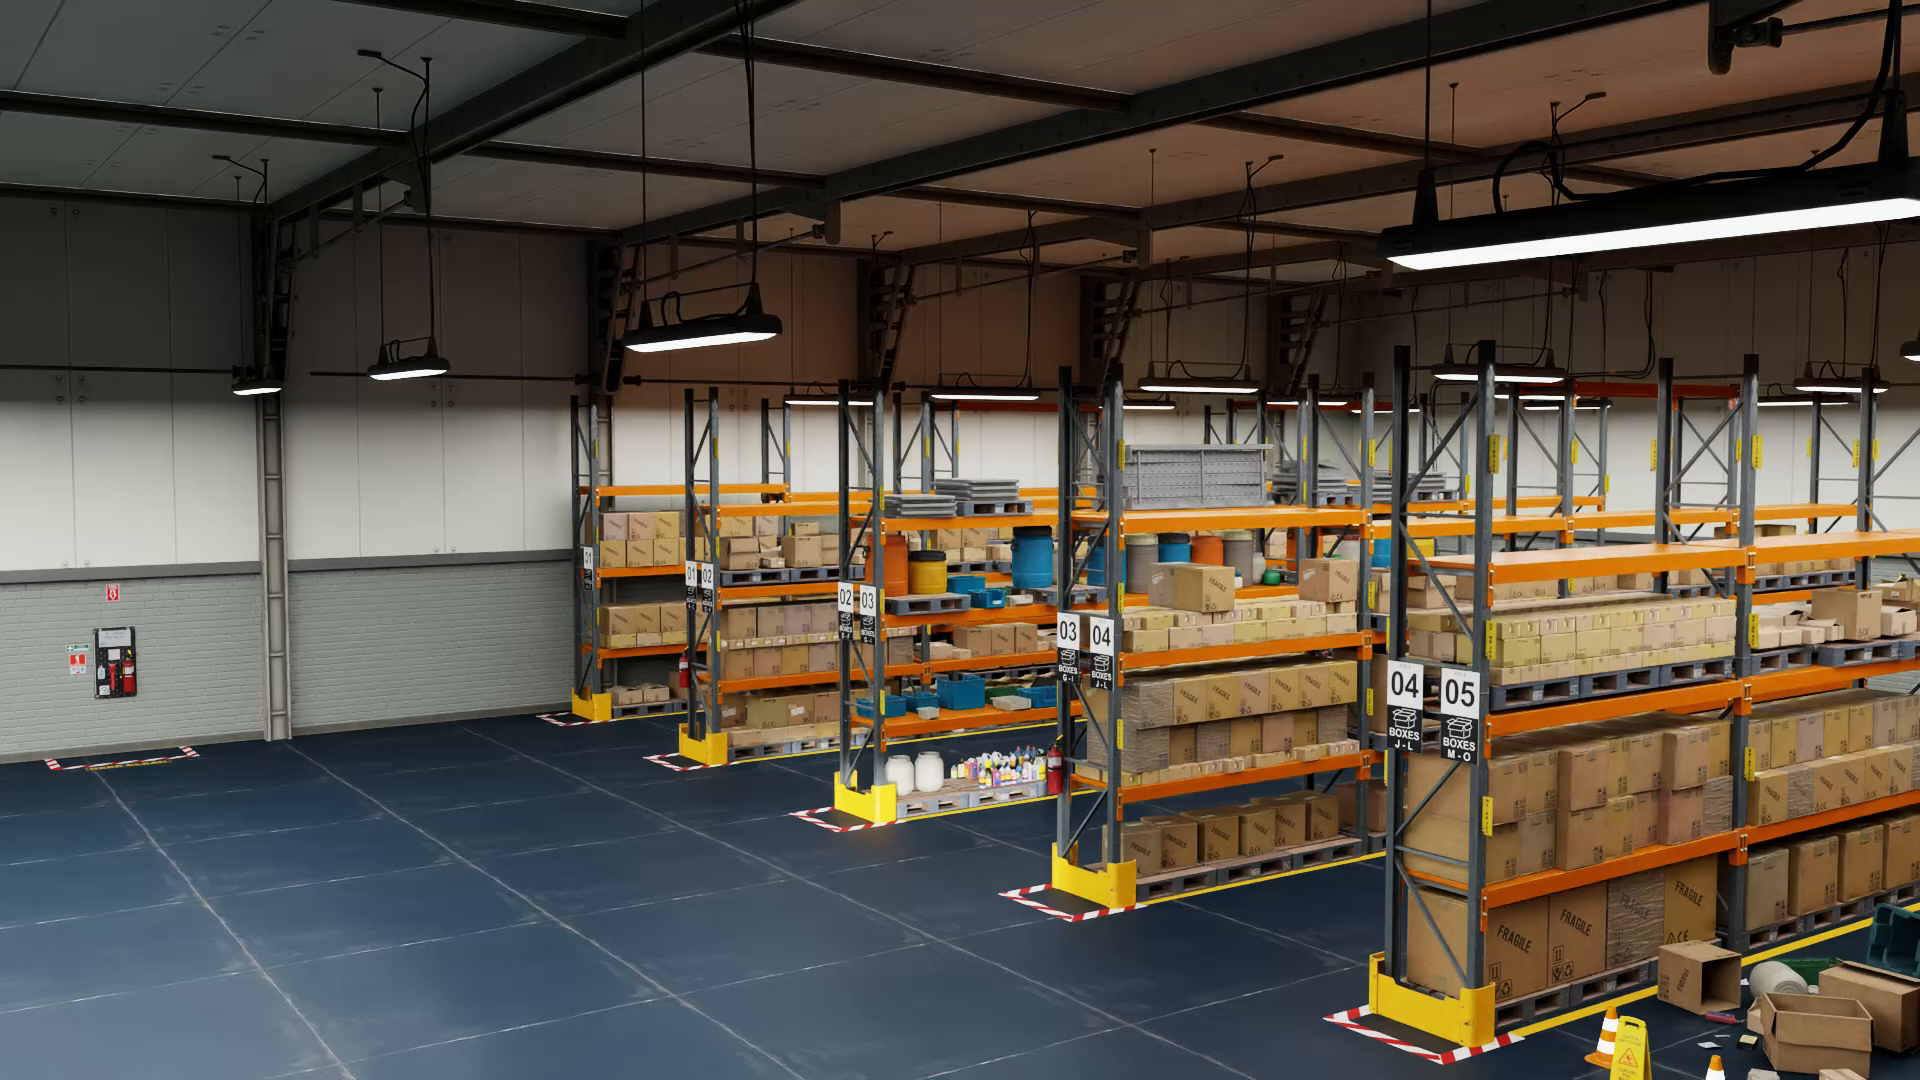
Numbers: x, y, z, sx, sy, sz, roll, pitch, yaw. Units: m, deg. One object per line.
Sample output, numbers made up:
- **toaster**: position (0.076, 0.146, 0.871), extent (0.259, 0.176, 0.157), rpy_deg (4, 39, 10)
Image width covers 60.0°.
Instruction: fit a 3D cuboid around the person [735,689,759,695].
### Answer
- **person**: position (-3.828, 2.539, 29.903), extent (0.930, 1.605, 0.474), rpy_deg (-2, 4, -34)
